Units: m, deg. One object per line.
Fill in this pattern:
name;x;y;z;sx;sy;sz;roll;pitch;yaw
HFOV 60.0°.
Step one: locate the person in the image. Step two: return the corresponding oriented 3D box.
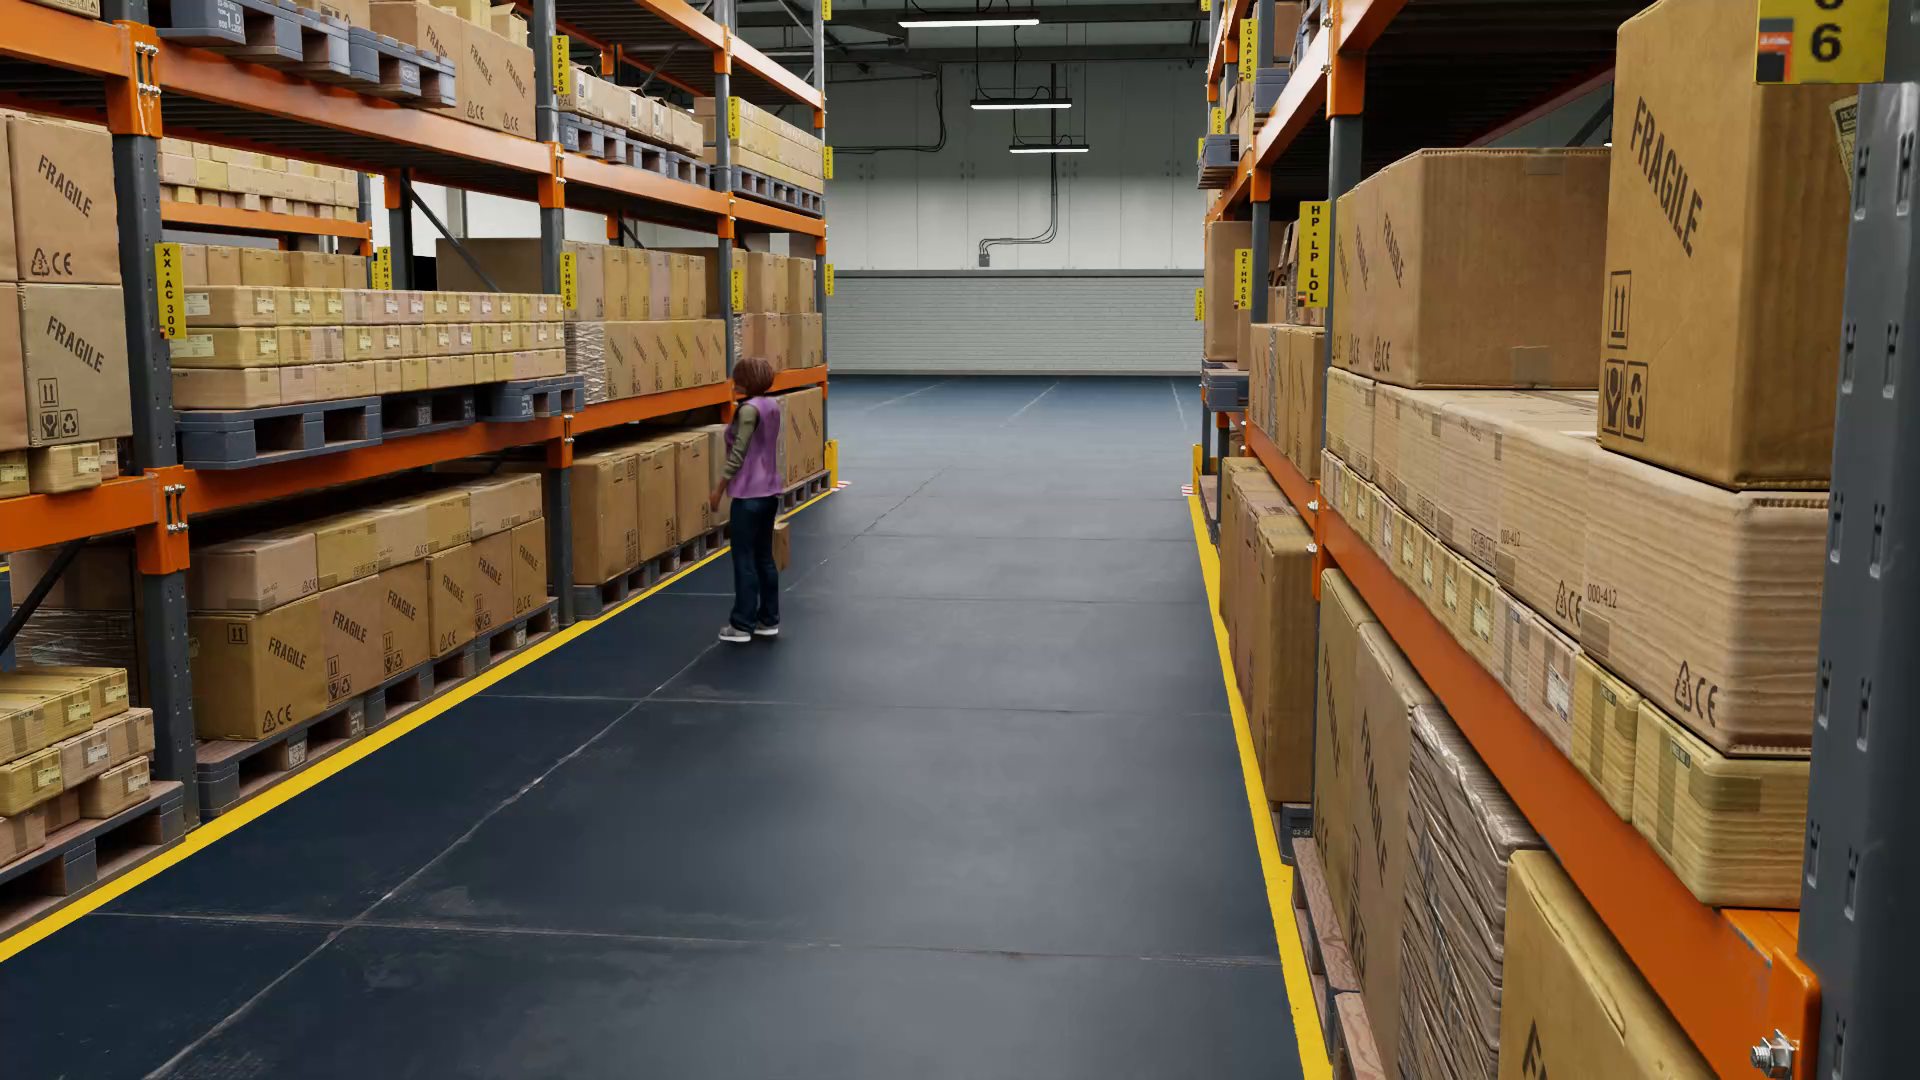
person;-1.182;-0.230;9.362;0.396;1.606;0.477;2;8;17
